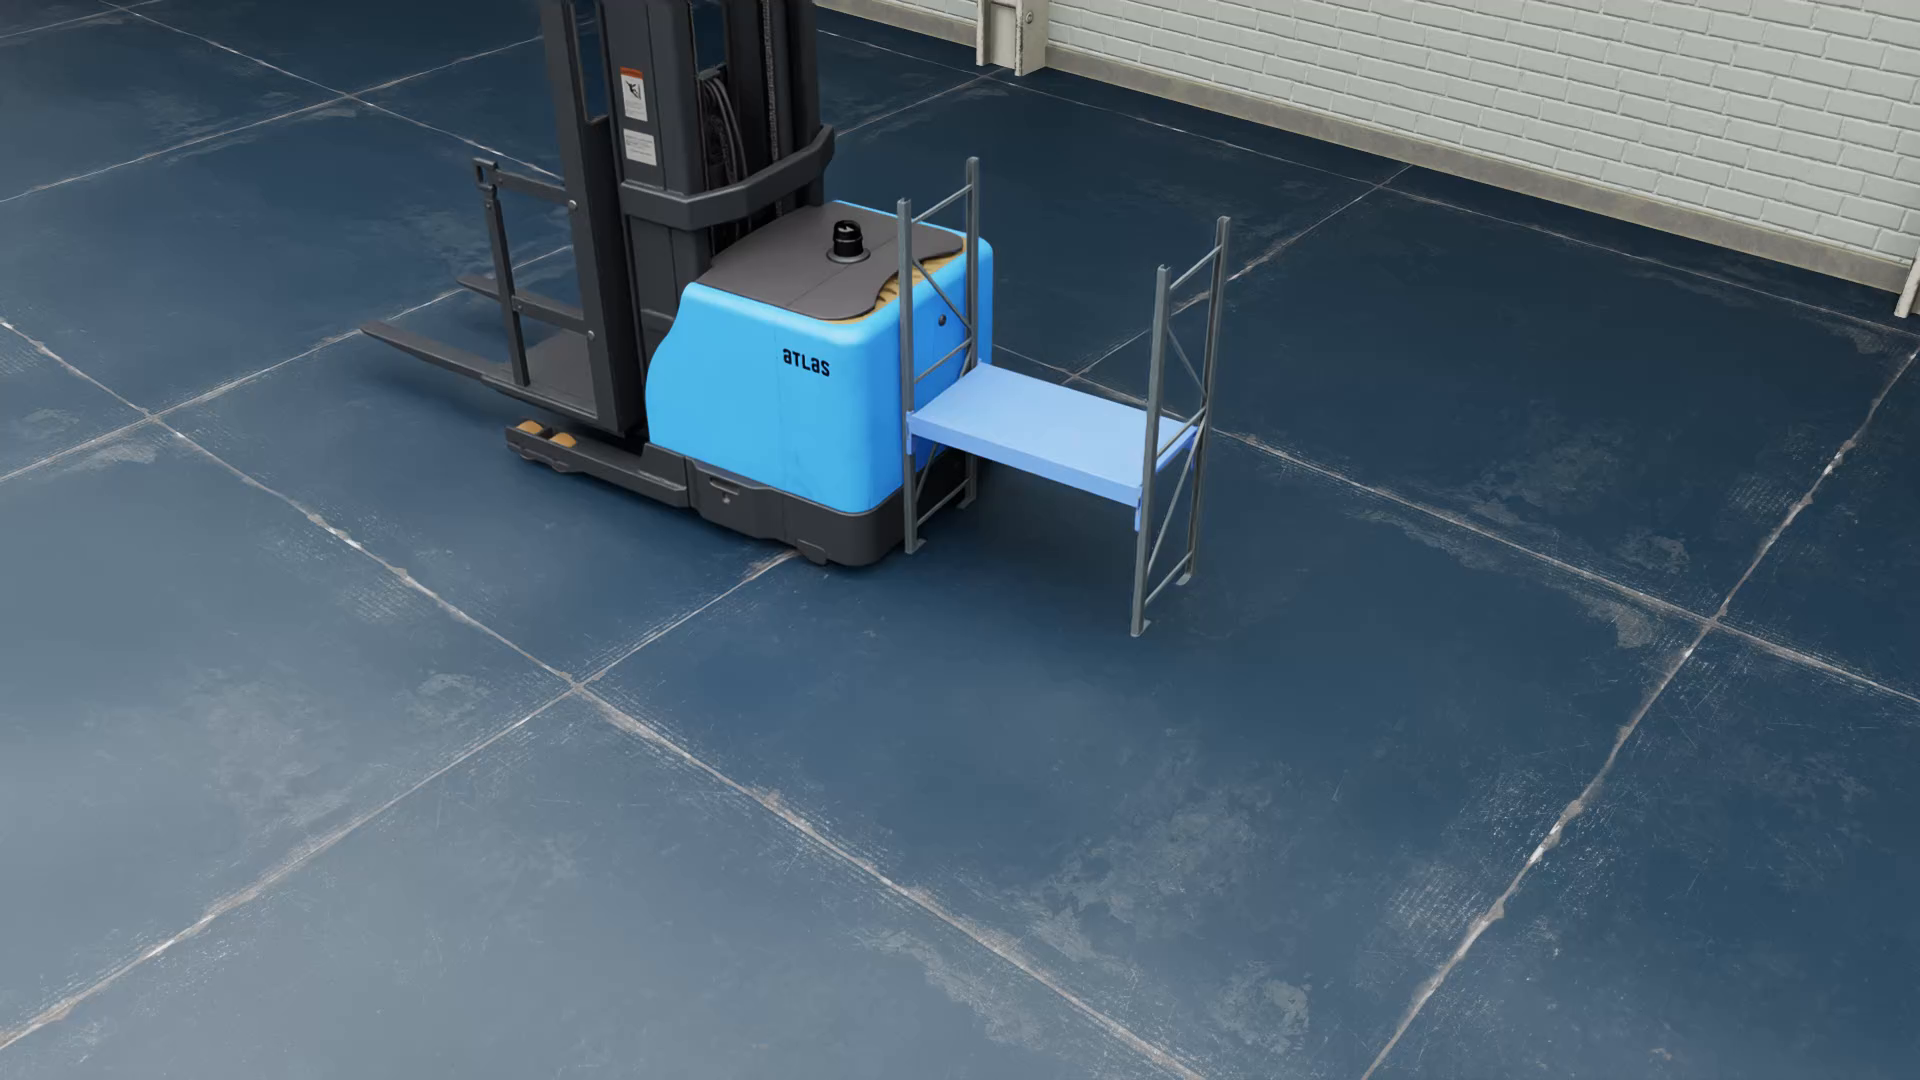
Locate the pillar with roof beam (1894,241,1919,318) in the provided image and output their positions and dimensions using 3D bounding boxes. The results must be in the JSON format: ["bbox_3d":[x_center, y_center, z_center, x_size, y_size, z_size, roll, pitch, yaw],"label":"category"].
[{"bbox_3d":[2.217,-2.970,3.126,0.400,9.000,9.100,25,42,32],"label":"pillar with roof beam"}]

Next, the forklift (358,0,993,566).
[{"bbox_3d":[-1.374,-1.732,6.682,3.031,2.935,1.130,20,39,26],"label":"forklift"}]

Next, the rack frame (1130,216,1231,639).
[{"bbox_3d":[0.784,-0.374,5.970,0.032,1.500,0.500,20,39,26],"label":"rack frame"}]

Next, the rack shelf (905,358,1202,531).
[{"bbox_3d":[0.355,-0.380,6.296,1.000,0.185,0.538,20,39,26],"label":"rack shelf"}]

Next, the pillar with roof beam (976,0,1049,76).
[{"bbox_3d":[-2.394,-5.144,6.291,0.400,9.000,9.100,25,42,32],"label":"pillar with roof beam"}]

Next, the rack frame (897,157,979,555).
[{"bbox_3d":[-0.075,-0.682,6.418,0.032,1.500,0.500,20,39,26],"label":"rack frame"}]

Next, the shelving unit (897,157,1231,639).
[{"bbox_3d":[0.355,-0.528,6.194,1.048,1.500,0.538,20,39,26],"label":"shelving unit"}]
